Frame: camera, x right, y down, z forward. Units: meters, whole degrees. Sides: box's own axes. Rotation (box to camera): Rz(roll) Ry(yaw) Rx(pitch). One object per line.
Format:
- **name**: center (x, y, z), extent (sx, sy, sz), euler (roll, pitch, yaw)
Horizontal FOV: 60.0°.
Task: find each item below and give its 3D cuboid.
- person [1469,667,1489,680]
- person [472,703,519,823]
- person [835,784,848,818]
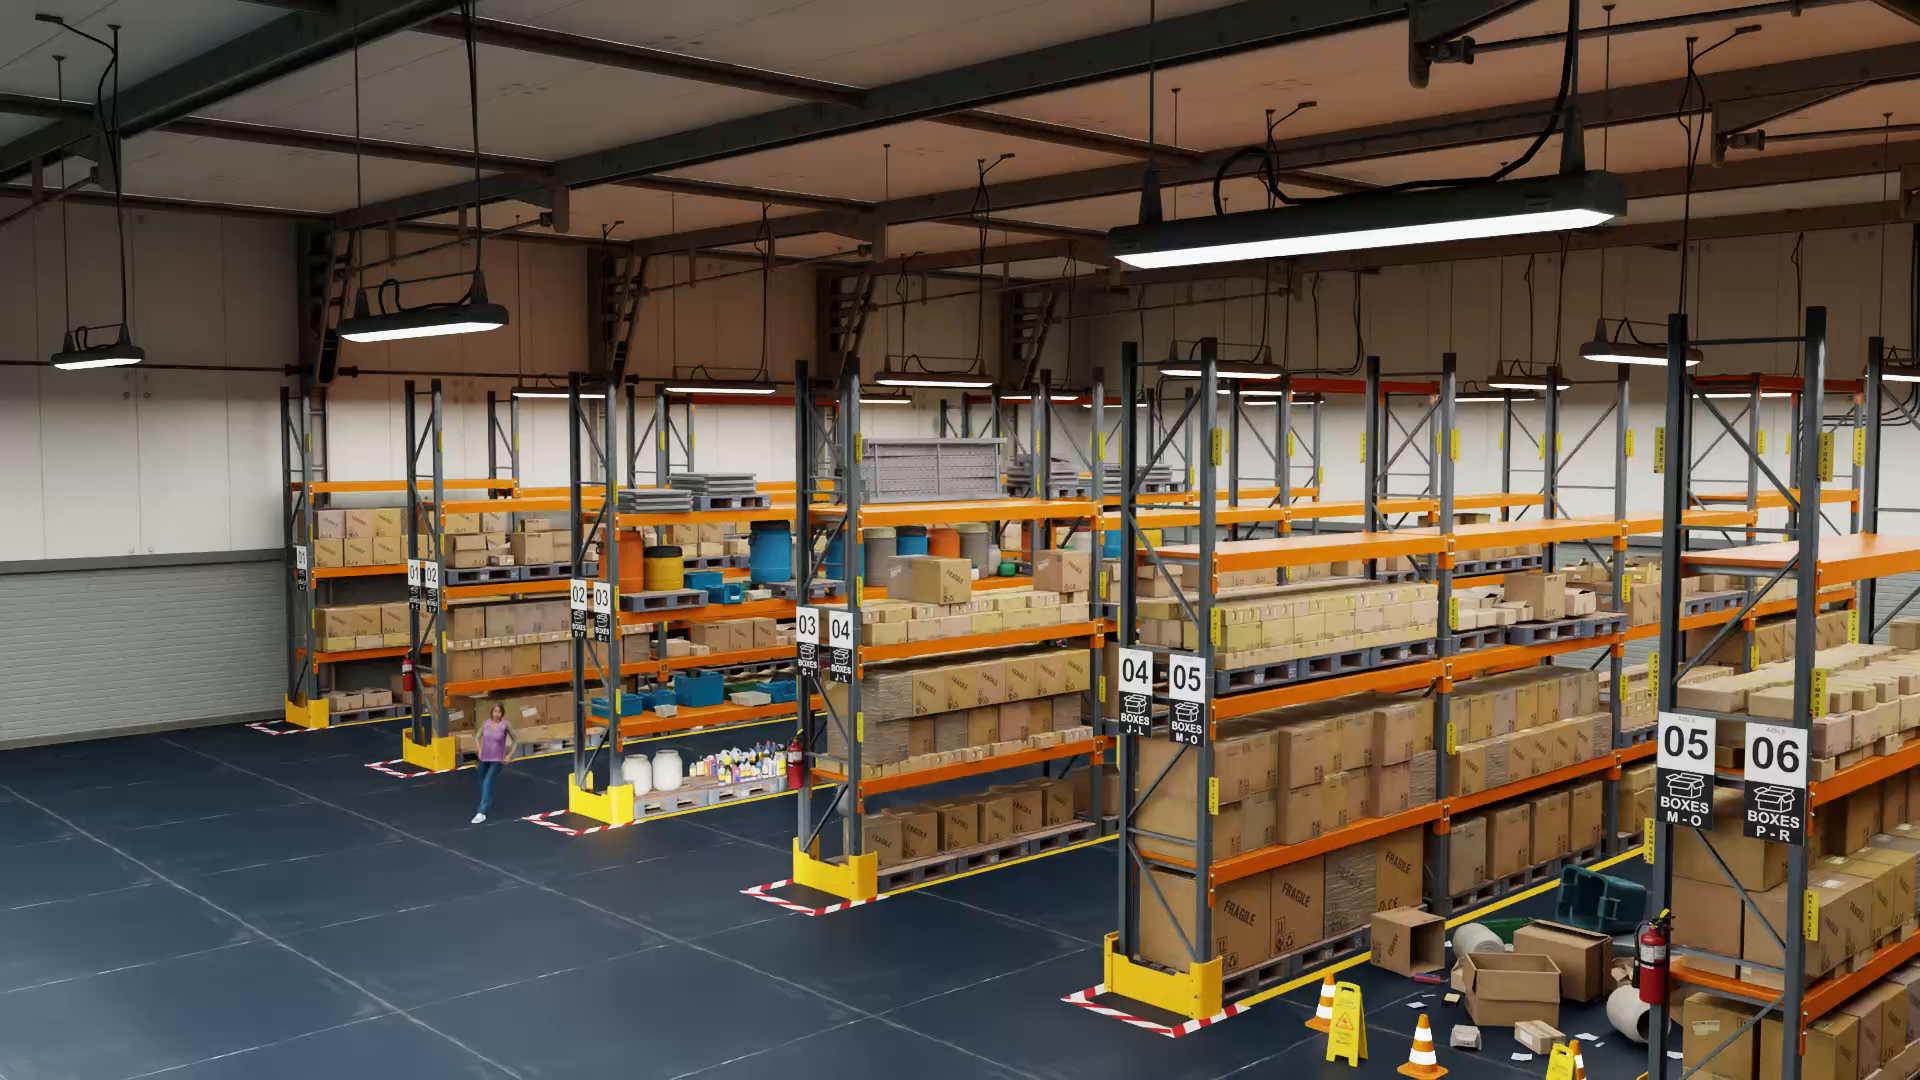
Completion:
- **person**: center (7.952, 2.695, 25.524), extent (0.572, 1.714, 0.783), euler (4, 5, 44)
- **person**: center (-6.230, 2.959, 22.310), extent (0.608, 1.566, 0.739), euler (0, 4, 3)
- **person**: center (-1.436, 2.955, 20.894), extent (0.676, 1.766, 0.639), euler (-3, 5, -41)
